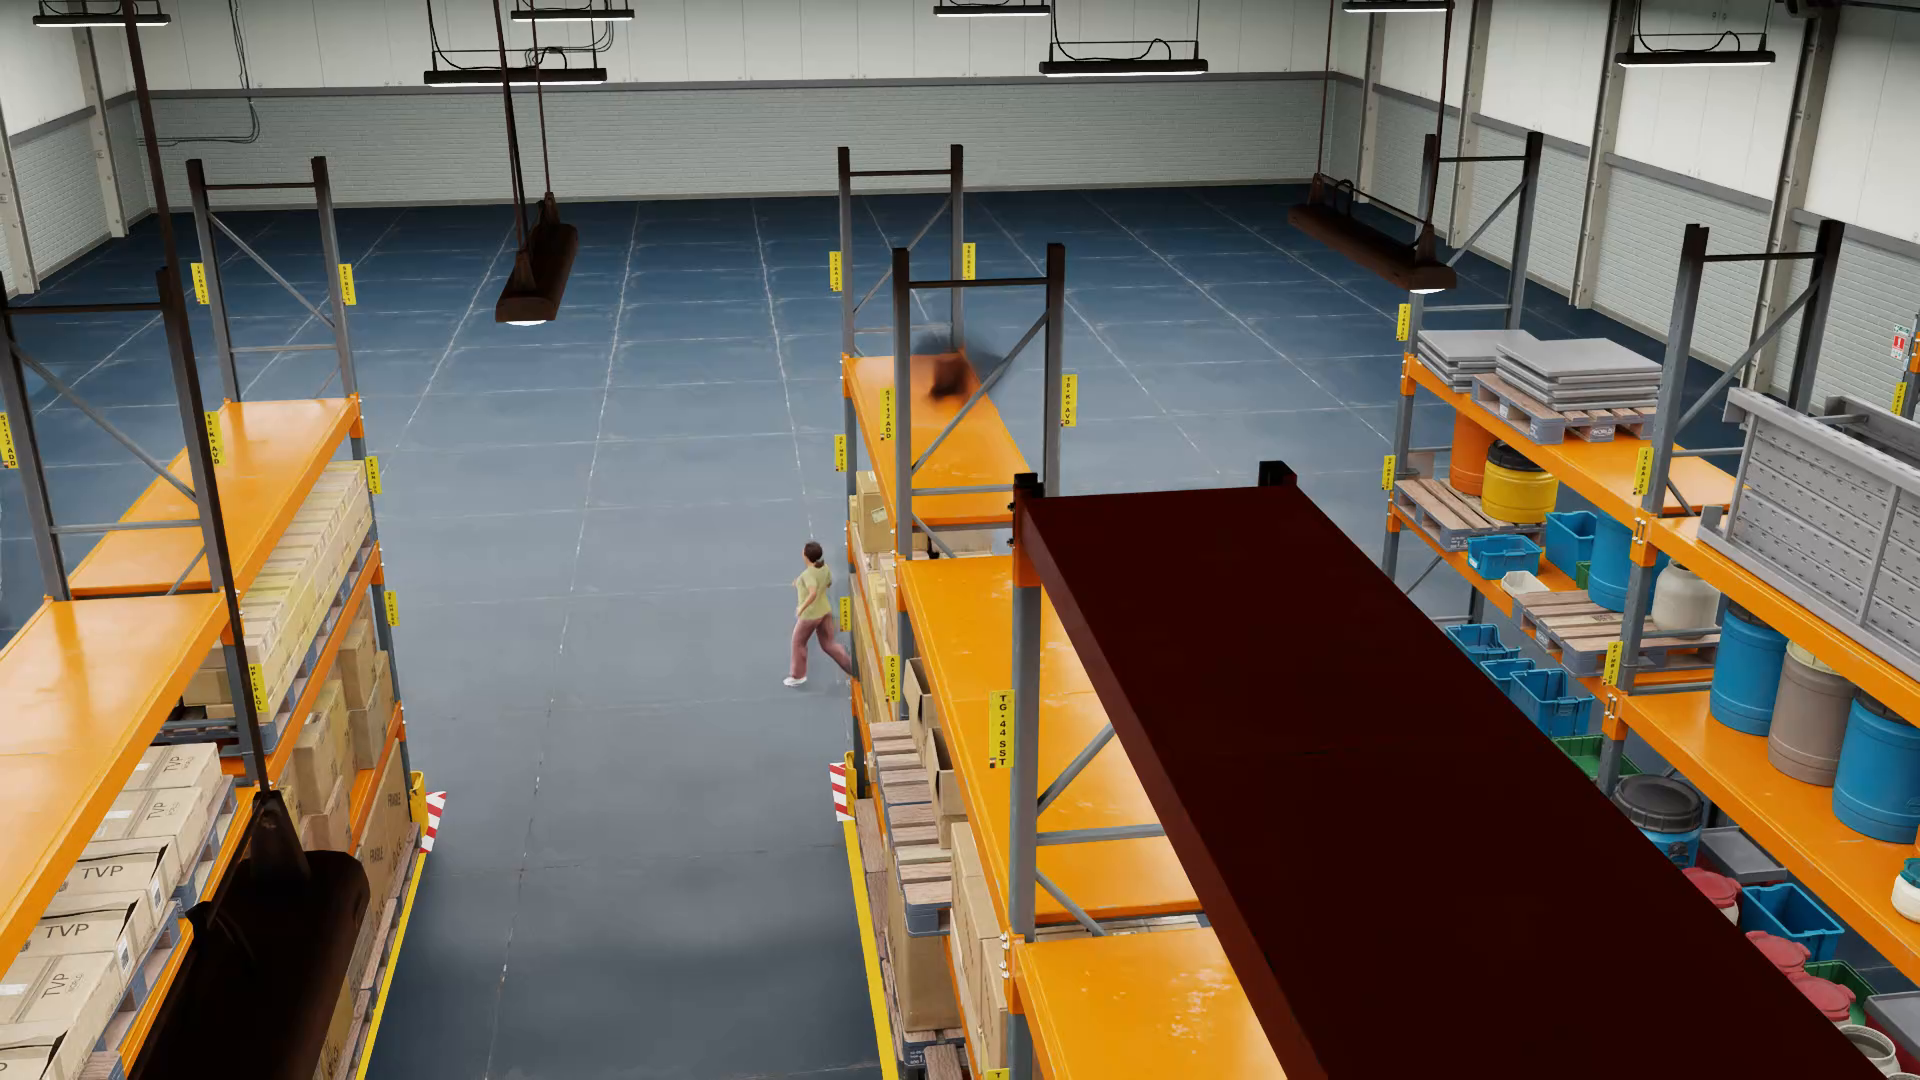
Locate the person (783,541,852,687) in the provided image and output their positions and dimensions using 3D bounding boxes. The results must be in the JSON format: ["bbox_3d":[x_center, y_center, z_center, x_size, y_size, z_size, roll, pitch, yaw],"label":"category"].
[{"bbox_3d":[-1.462,0.824,17.288,0.968,1.689,0.583,14,26,31],"label":"person"}]
